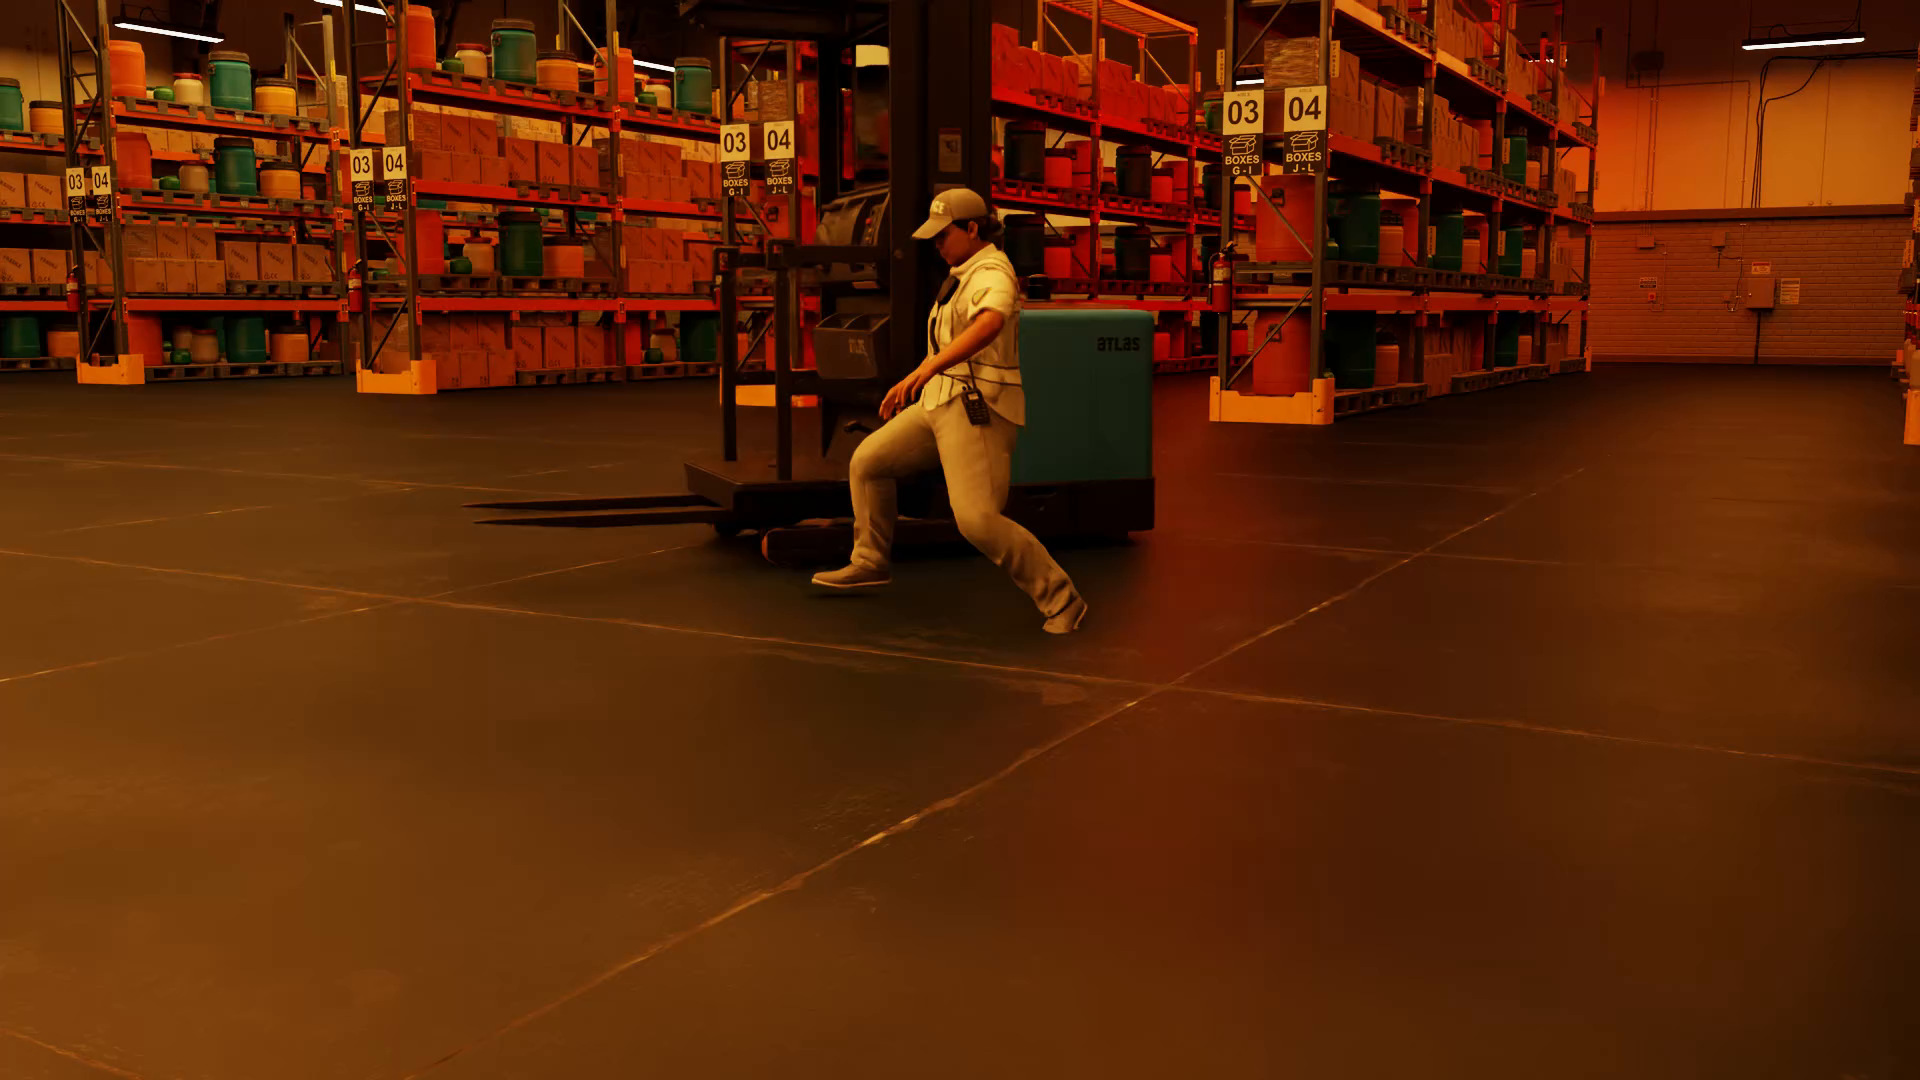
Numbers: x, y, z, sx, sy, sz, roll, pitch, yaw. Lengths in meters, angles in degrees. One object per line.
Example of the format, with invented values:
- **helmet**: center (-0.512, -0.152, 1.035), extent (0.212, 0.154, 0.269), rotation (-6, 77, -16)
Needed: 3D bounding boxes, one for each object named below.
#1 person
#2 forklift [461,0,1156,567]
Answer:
- **person**: center (-0.049, -0.442, 5.833), extent (0.875, 1.556, 0.954), rotation (-2, 8, -11)
- **forklift**: center (-0.669, -1.421, 7.391), extent (3.031, 2.935, 1.130), rotation (-3, 8, -21)
